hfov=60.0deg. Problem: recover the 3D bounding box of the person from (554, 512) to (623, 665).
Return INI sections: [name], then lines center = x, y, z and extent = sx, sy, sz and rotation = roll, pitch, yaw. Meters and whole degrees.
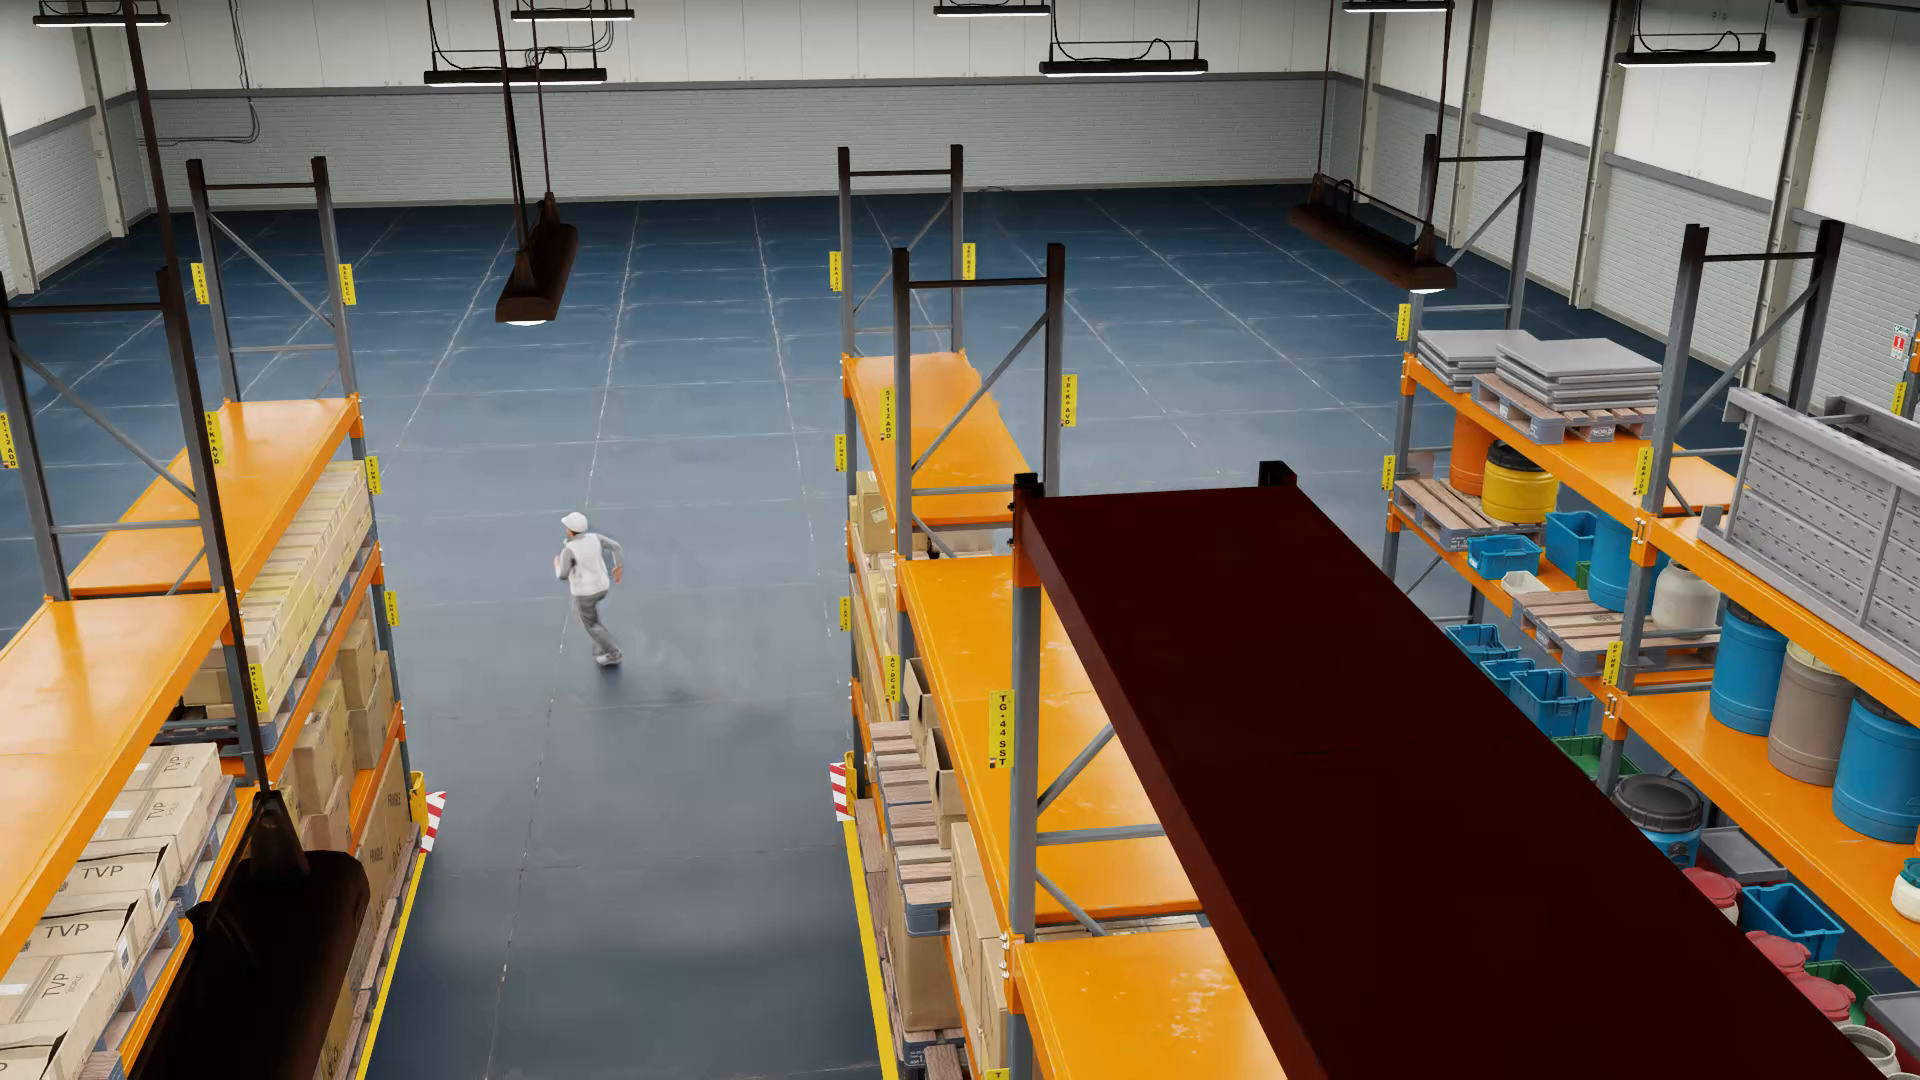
[person]
center = -4.025, 0.506, 17.965
extent = 0.766, 1.723, 0.690
rotation = 13, 25, 29
